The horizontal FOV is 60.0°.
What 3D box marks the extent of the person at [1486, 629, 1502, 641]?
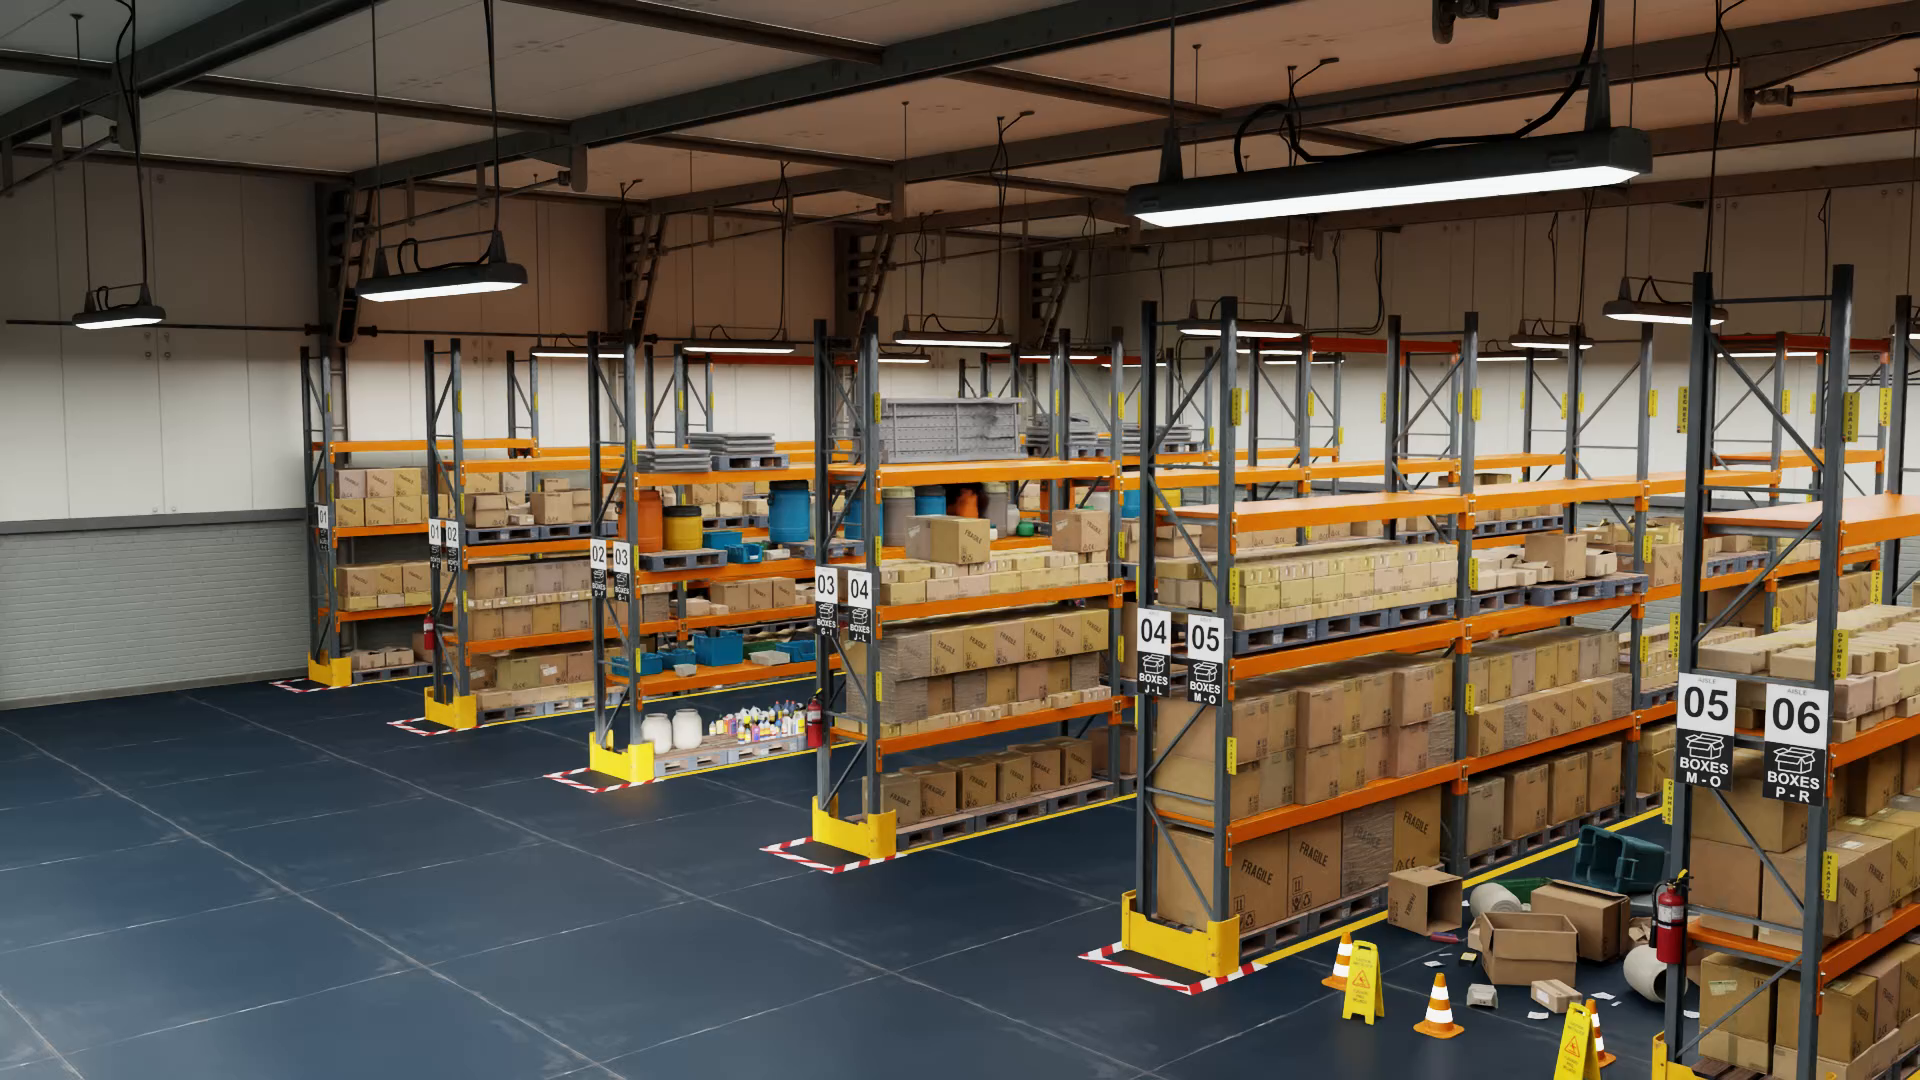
[{"bbox_3d":[8.057,2.101,25.138,0.551,1.693,0.904,4,7,41],"label":"person"}]
